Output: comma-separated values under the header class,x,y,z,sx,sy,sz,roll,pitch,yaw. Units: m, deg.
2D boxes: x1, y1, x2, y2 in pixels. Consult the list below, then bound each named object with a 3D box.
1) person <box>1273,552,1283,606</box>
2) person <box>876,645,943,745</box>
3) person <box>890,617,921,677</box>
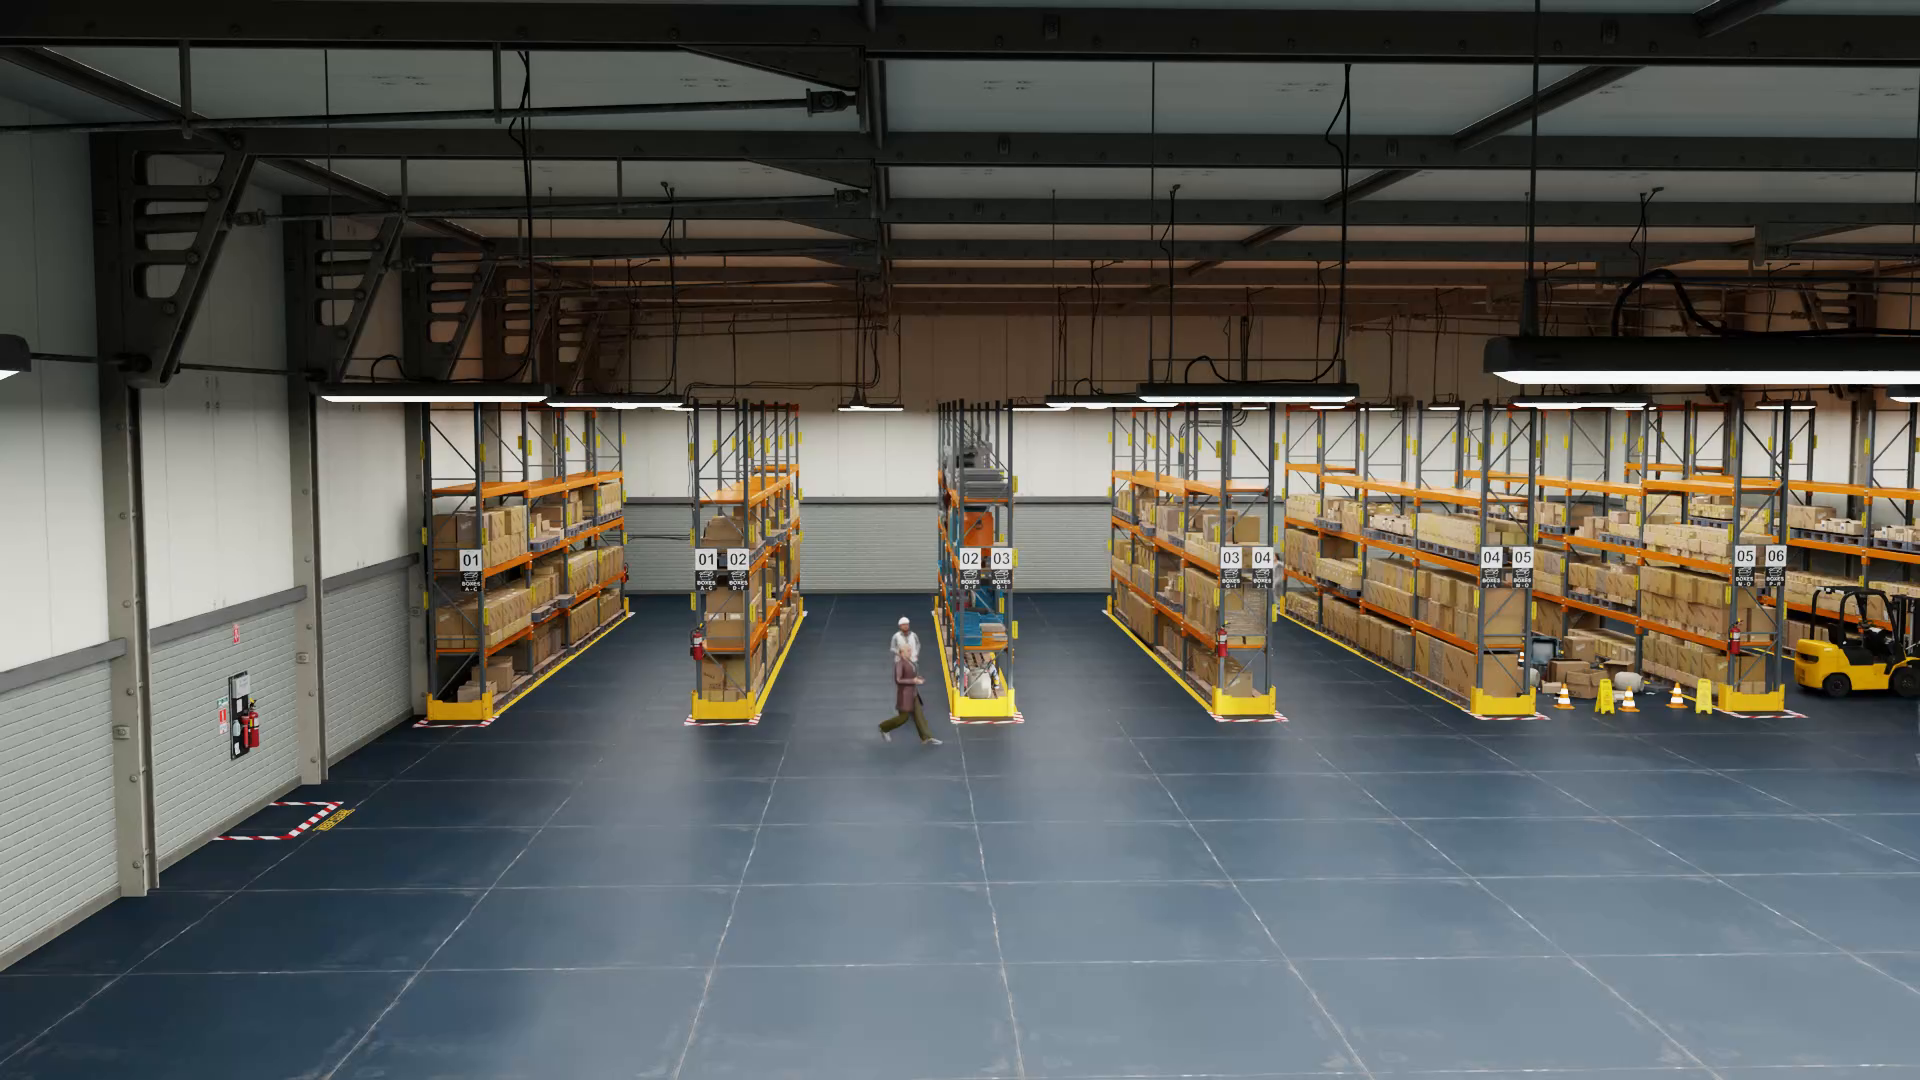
class,x,y,z,sx,sy,sz,roll,pitch,yaw
person,9.327,1.174,48.885,0.764,1.615,0.577,-1,4,-15
person,-0.862,2.681,28.451,1.179,1.648,0.727,2,5,23
person,-1.043,2.380,32.455,0.633,1.736,0.642,-1,4,-12
